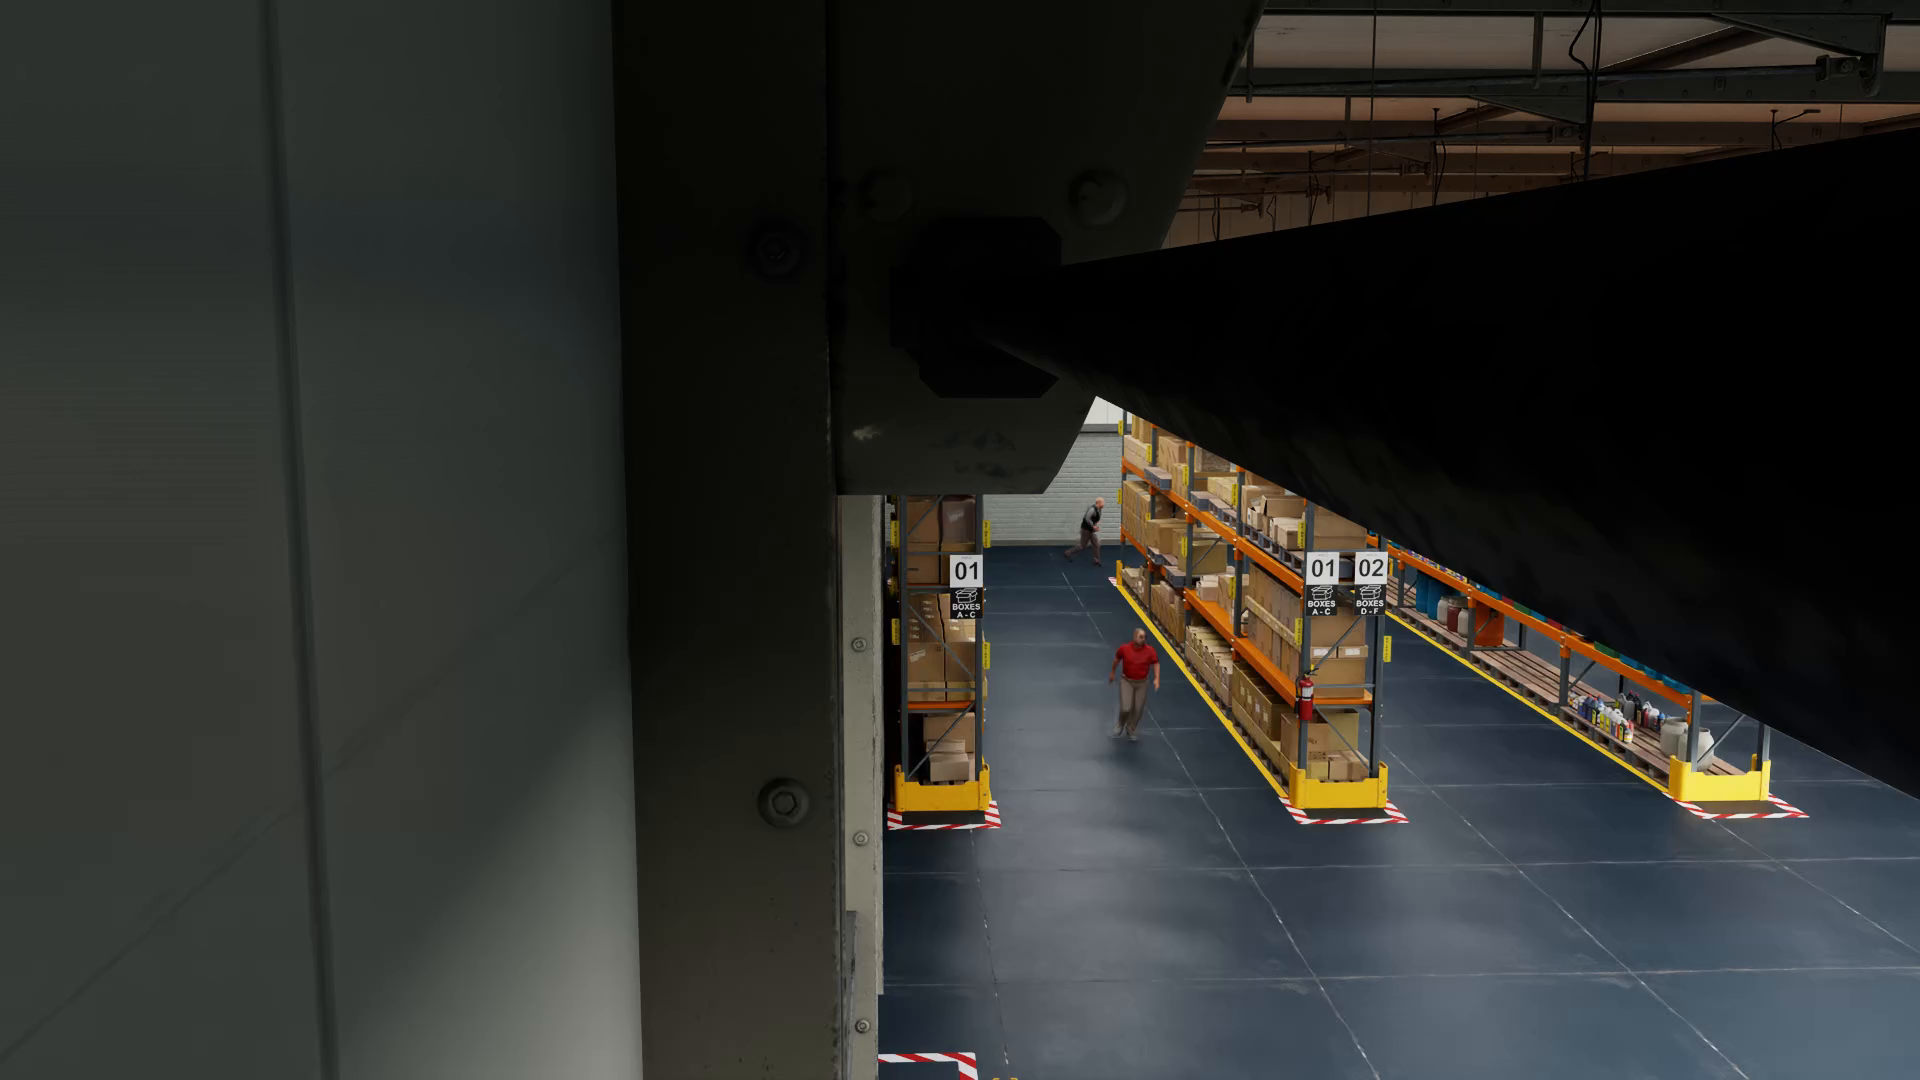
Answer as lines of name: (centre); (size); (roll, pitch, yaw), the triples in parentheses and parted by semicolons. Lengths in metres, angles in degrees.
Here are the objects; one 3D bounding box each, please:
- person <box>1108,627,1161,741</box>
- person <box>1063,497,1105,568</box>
person: (2.483, 2.048, 23.491); (0.672, 1.682, 0.791); (0, 8, -3)
person: (2.906, -0.178, 38.767); (0.999, 1.683, 0.689); (2, 9, 13)
